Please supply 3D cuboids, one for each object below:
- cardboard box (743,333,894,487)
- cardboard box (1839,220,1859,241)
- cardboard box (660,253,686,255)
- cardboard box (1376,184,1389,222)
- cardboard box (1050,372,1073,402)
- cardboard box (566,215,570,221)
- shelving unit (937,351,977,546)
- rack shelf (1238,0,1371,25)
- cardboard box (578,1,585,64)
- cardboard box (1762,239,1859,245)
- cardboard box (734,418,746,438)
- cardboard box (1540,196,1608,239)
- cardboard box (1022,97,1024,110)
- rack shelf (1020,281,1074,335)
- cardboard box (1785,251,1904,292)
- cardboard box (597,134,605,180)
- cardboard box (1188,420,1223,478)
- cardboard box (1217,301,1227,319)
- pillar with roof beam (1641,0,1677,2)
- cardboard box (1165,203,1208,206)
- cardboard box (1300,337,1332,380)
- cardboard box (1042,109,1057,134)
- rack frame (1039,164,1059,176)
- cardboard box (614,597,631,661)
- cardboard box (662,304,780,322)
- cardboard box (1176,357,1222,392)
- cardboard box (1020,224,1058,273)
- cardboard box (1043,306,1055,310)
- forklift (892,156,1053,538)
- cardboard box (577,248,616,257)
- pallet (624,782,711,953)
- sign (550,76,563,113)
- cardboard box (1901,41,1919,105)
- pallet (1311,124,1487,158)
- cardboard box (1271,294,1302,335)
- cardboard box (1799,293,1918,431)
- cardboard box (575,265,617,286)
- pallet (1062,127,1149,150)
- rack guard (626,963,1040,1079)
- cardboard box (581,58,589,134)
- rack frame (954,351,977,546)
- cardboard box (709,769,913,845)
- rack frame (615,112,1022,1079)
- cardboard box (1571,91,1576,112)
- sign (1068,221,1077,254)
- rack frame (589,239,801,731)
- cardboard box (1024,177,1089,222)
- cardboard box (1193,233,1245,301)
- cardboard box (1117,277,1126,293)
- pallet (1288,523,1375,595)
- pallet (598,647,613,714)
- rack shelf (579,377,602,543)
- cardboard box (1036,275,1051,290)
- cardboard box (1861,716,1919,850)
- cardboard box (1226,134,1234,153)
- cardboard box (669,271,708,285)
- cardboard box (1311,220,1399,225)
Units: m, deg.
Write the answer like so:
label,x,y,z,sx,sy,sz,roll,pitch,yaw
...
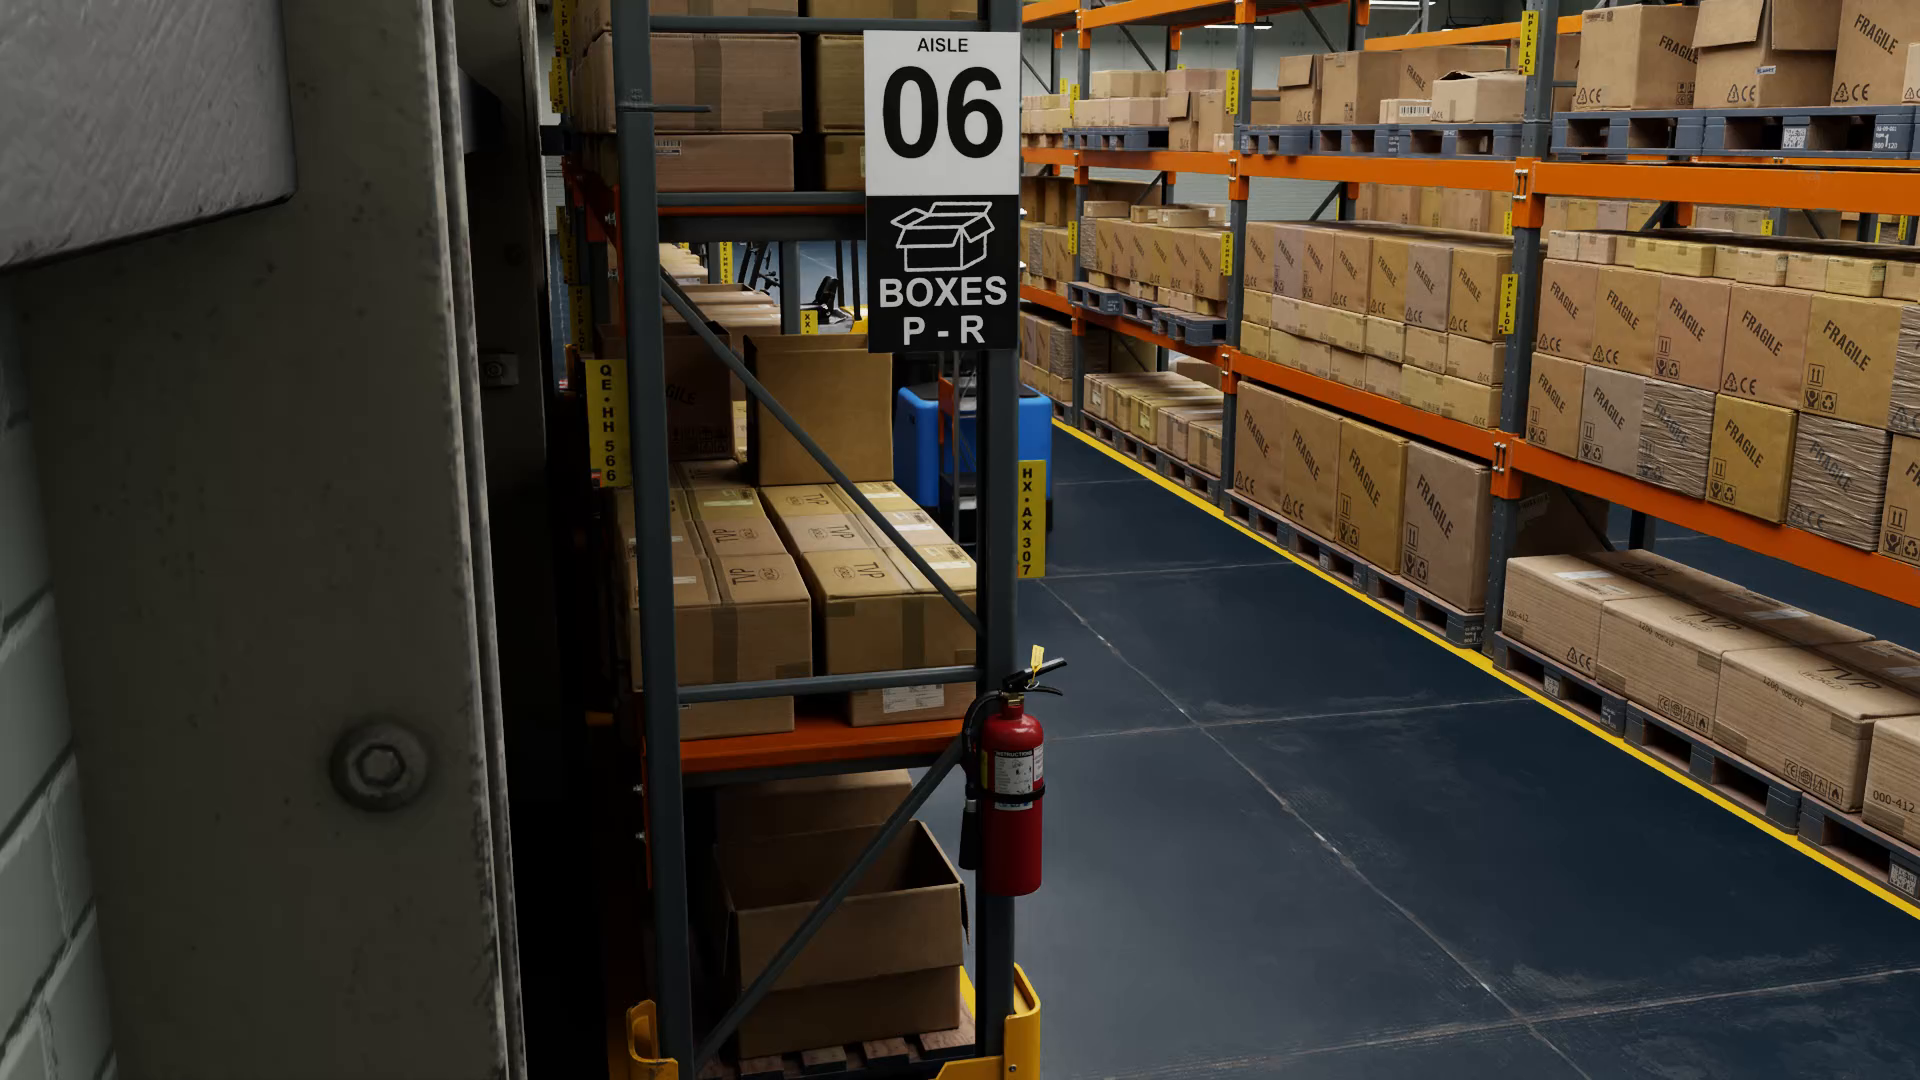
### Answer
label,x,y,z,sx,sy,sz,roll,pitch,yaw
cardboard box,-0.542,-0.506,6.287,0.500,0.500,0.500,-3,14,-12
cardboard box,11.165,-3.620,20.088,0.875,0.500,0.500,-3,14,-13
cardboard box,-2.538,-2.377,14.258,0.380,0.149,0.250,-3,14,-13
cardboard box,5.778,-4.260,20.953,0.875,0.550,0.550,-3,14,-13
cardboard box,1.261,-1.640,17.728,0.500,0.250,0.500,-3,14,-11
cardboard box,-4.031,-3.409,17.854,0.380,0.149,0.250,-4,14,-15
shelving unit,0.101,-0.912,11.738,0.431,2.100,0.503,-3,14,-12
rack shelf,3.071,-3.637,10.710,1.077,0.370,4.000,-3,14,-13
cardboard box,-1.188,-1.933,6.334,0.500,0.250,0.500,-3,14,-14
cardboard box,4.098,-1.363,8.000,0.380,0.149,0.250,-3,14,-14
cardboard box,-0.795,-0.380,7.352,0.500,0.250,0.500,-3,14,-13
cardboard box,6.572,-3.370,17.582,0.700,0.500,0.500,-4,14,-14
cardboard box,0.800,-4.905,18.713,0.380,0.149,0.250,-3,14,-12
rack shelf,1.192,-2.762,18.929,1.077,0.370,4.000,-3,14,-13
cardboard box,3.804,-1.156,7.154,0.380,0.149,0.250,-3,14,-11
cardboard box,-1.027,-1.297,5.624,0.380,0.149,0.250,-3,14,-14
cardboard box,2.478,-0.786,13.976,0.950,0.372,0.625,-4,14,-17
cardboard box,2.295,-1.872,13.414,0.380,0.149,0.250,-3,14,-11
pillar with roof beam,15.983,-13.051,46.887,9.100,9.000,0.548,-3,14,-13
cardboard box,2.164,-3.110,15.749,0.380,0.149,0.250,-4,14,-15
cardboard box,2.727,-1.289,11.698,0.500,0.250,0.500,-3,14,-11
cardboard box,1.176,-4.382,17.414,0.500,0.250,0.500,-4,14,-14
rack frame,0.722,-3.573,20.732,1.000,3.000,0.127,-3,14,-13
cardboard box,-0.941,0.281,5.487,0.380,0.149,0.250,-3,14,-13
cardboard box,-1.302,-1.023,9.200,0.700,0.500,0.500,-3,14,-13
cardboard box,2.732,-1.760,18.573,0.500,0.500,0.500,7,15,26
cardboard box,0.937,-3.288,18.727,0.500,0.500,0.500,-4,14,-14
cardboard box,1.289,-2.515,19.730,0.500,0.500,0.500,-3,14,-11
forklift,-0.129,-1.735,13.355,1.130,2.935,3.031,-3,14,-12
cardboard box,-3.219,-2.521,14.848,0.380,0.149,0.250,-3,14,-13
pallet,-0.833,1.268,6.793,1.003,0.211,1.213,-3,14,-13
sign,-3.702,-4.088,15.264,0.100,0.325,0.005,-3,14,-13
cardboard box,4.177,-1.897,6.641,0.500,0.311,0.500,-3,14,-12
pallet,3.069,-2.690,11.193,1.003,0.211,1.213,-3,14,-11
cardboard box,2.600,-1.648,12.113,0.500,0.250,0.500,-3,14,-12
cardboard box,3.871,-0.747,6.849,0.500,0.500,0.500,-3,14,-13
cardboard box,-2.793,-2.047,12.910,0.380,0.149,0.250,-4,14,-14
pallet,1.703,-3.868,16.014,1.213,0.211,1.003,-3,14,-13
rack guard,-0.362,1.592,4.856,1.175,0.500,0.348,-3,14,-13
cardboard box,-1.083,-1.573,5.914,0.500,0.250,0.500,-3,14,-12
rack frame,0.154,-0.856,11.506,0.400,2.100,0.015,-3,14,-12
cardboard box,-0.559,1.060,6.150,0.700,0.500,0.500,-3,14,-11
rack frame,-0.344,0.396,4.488,1.000,3.000,0.127,-3,14,-13
cardboard box,3.763,-2.536,9.563,0.396,0.266,0.258,-3,14,-14
sign,1.136,-3.039,16.721,0.100,0.325,0.005,-3,14,-13
rack frame,-1.284,-0.527,8.265,1.000,3.000,0.127,-3,14,-13
cardboard box,1.166,-4.029,19.654,0.700,0.500,0.500,-3,14,-13
cardboard box,2.224,-2.214,13.447,0.500,0.500,0.500,-4,14,-15
cardboard box,1.695,-2.406,15.600,0.380,0.149,0.250,-3,14,-12
pallet,2.996,0.094,11.597,1.003,0.211,1.213,-3,14,-13
pallet,-1.511,0.642,9.355,1.003,0.211,1.213,-3,14,-13
rack shelf,-1.753,-0.639,10.239,1.077,0.370,4.000,-3,14,-13
cardboard box,1.048,-2.820,18.177,0.380,0.149,0.250,-3,14,-14
cardboard box,4.227,1.012,6.478,0.875,0.438,0.875,-4,14,-15
cardboard box,2.323,-3.124,13.101,0.380,0.149,0.250,-3,14,-13
cardboard box,-2.012,-1.904,12.321,0.380,0.149,0.250,-3,14,-12
cardboard box,2.977,-2.157,12.619,0.500,0.500,0.500,-4,14,-15
